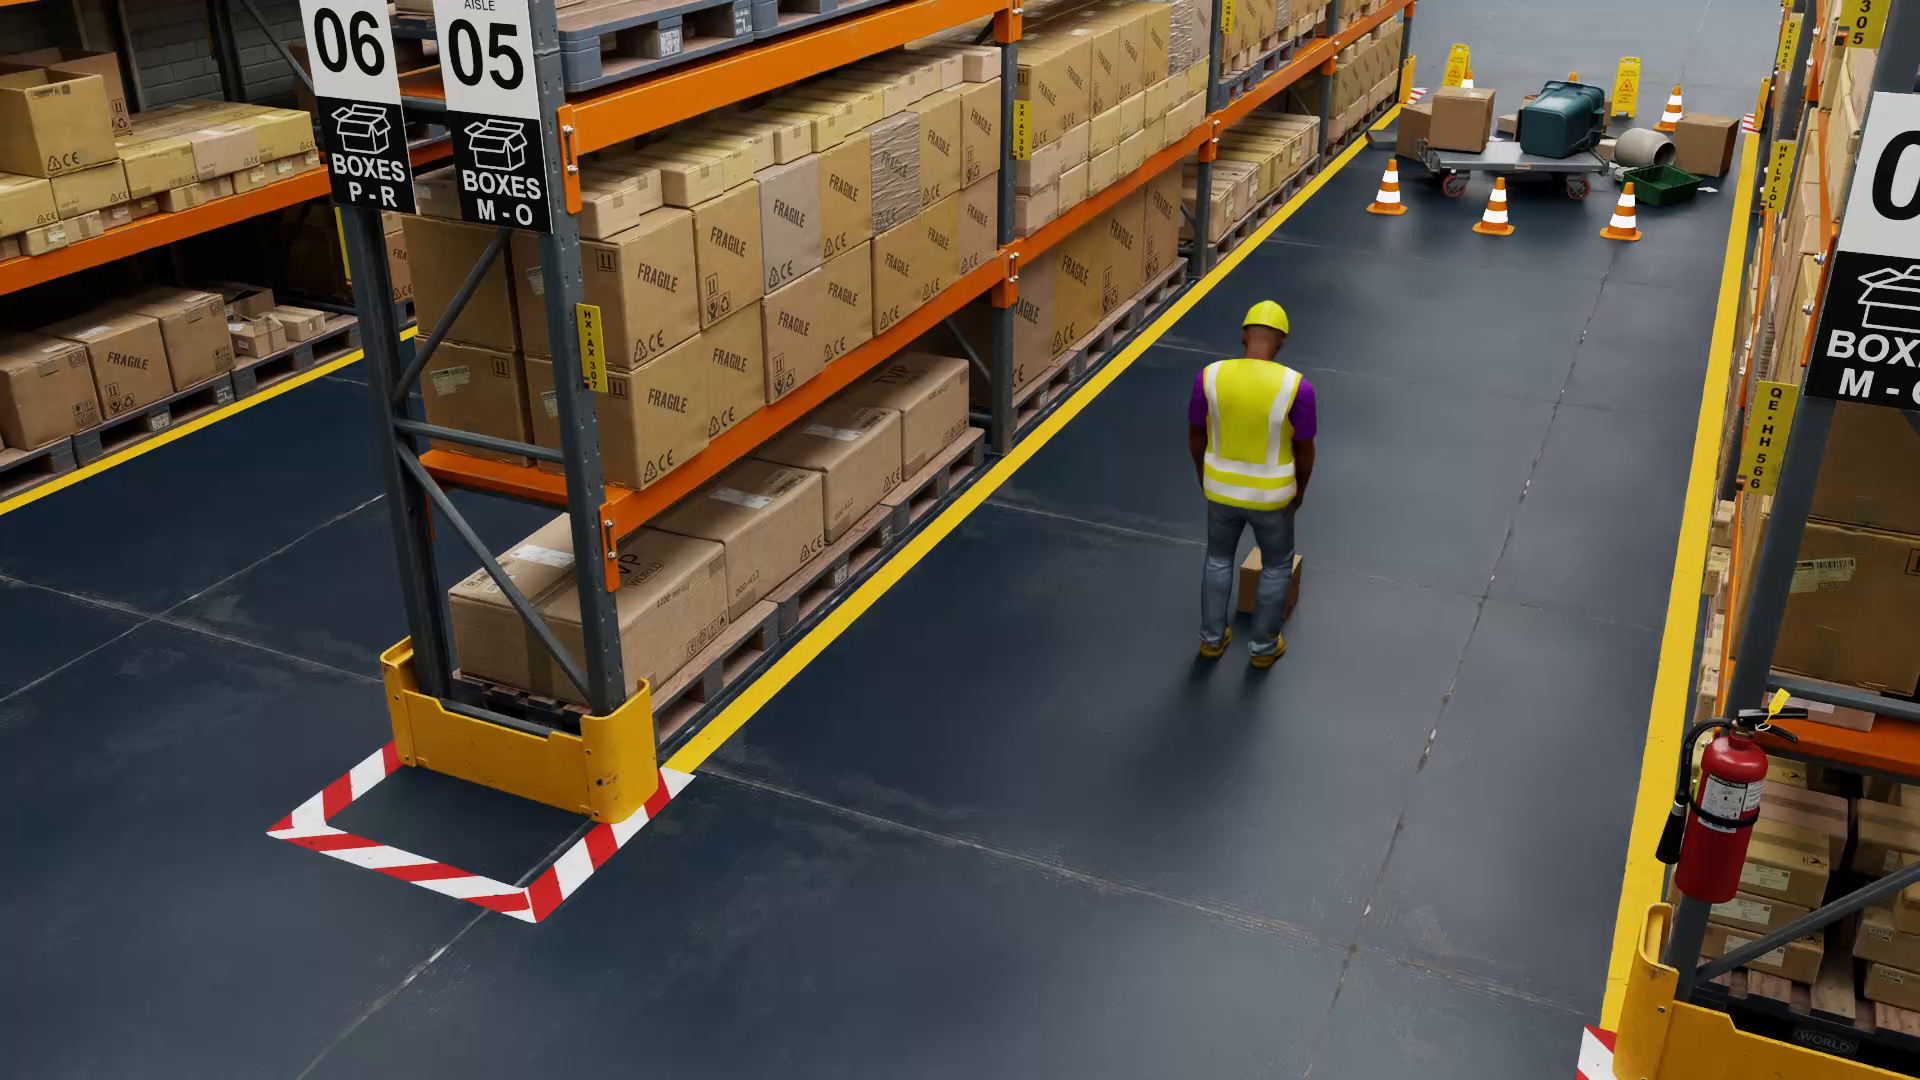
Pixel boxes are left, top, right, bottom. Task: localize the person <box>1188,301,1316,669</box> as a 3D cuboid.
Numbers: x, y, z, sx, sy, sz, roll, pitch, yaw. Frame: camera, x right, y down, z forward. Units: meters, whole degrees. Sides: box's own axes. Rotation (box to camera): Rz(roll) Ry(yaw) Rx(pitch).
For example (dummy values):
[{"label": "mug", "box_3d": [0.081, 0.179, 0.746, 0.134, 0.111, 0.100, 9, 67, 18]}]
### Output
[{"label": "person", "box_3d": [1.325, -0.246, 7.648, 0.591, 1.717, 0.453, 12, 28, 23]}]
